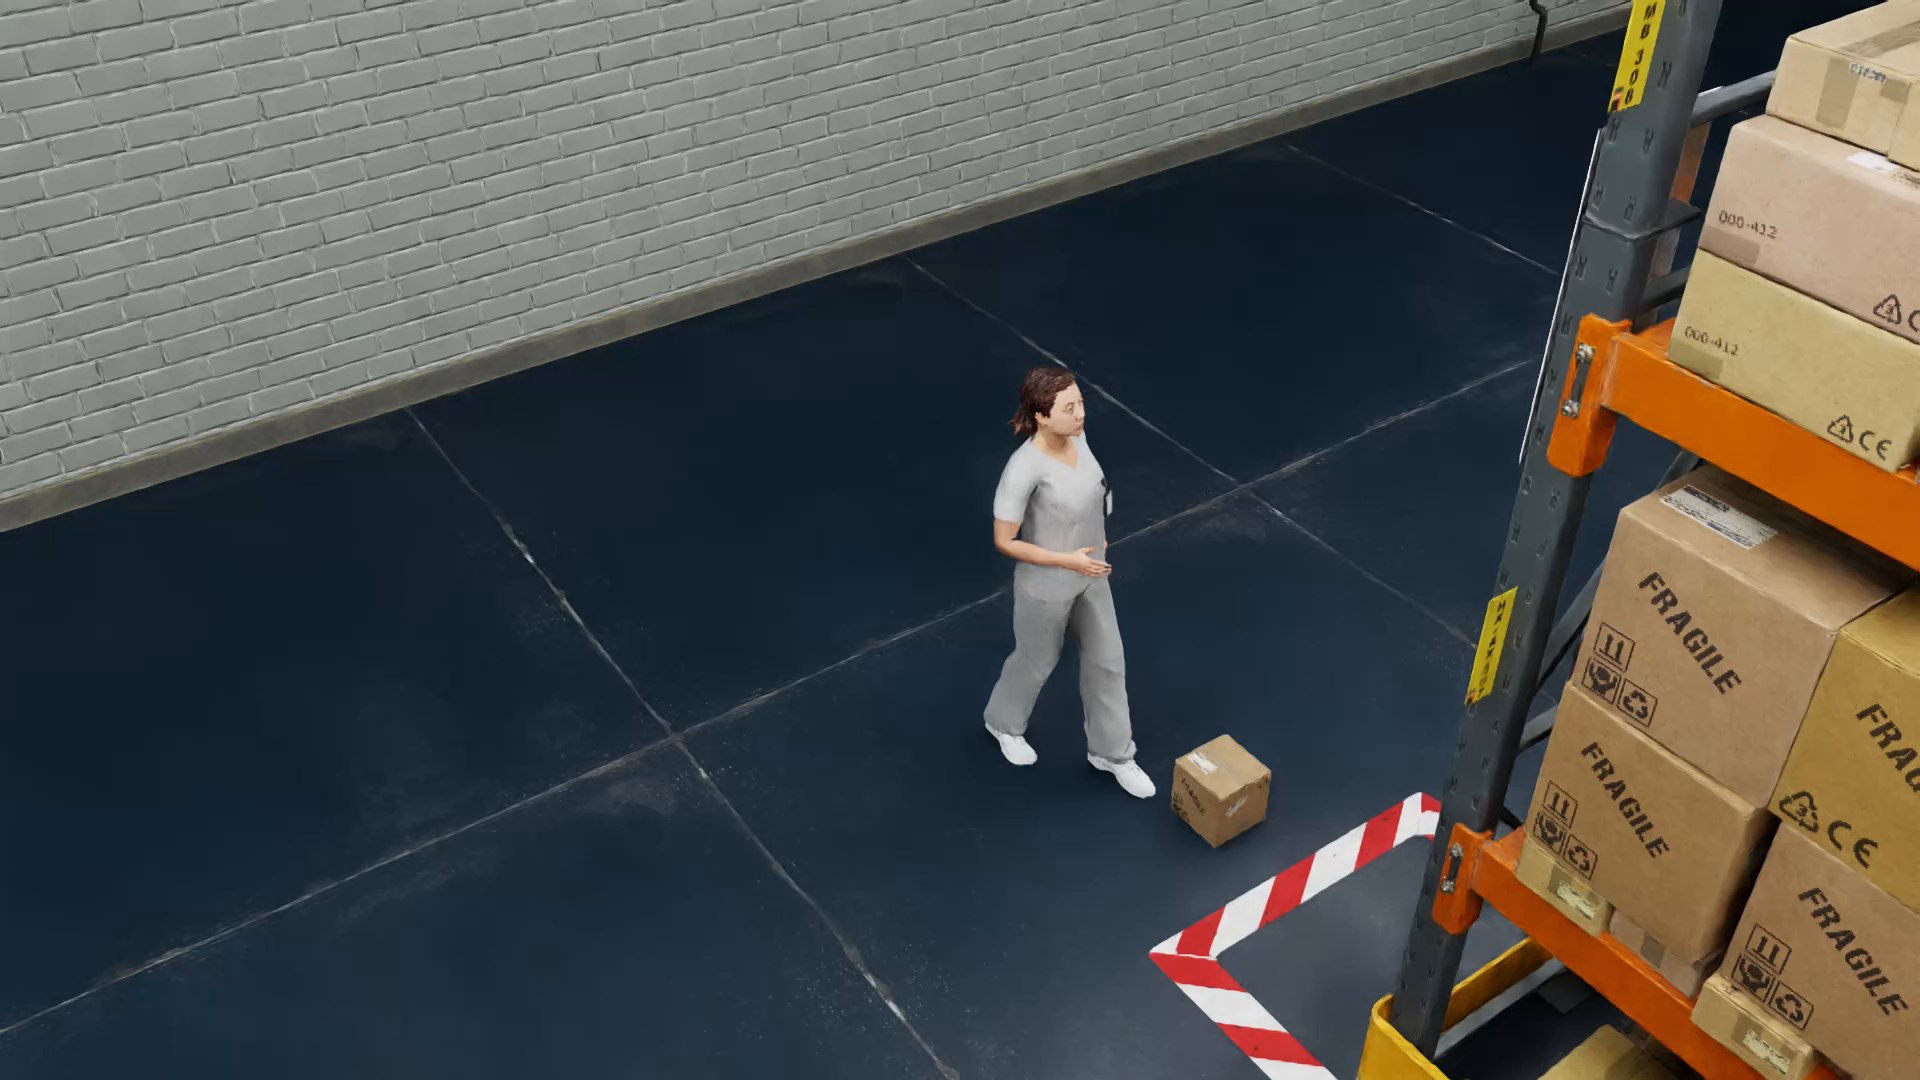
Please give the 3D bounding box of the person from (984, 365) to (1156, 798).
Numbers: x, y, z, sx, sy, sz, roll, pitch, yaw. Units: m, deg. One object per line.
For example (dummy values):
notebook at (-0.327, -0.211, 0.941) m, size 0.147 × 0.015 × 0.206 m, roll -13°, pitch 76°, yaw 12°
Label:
person at (0.433, 0.169, 5.914) m, size 0.731 × 1.665 × 0.612 m, roll 26°, pitch 44°, yaw 30°
